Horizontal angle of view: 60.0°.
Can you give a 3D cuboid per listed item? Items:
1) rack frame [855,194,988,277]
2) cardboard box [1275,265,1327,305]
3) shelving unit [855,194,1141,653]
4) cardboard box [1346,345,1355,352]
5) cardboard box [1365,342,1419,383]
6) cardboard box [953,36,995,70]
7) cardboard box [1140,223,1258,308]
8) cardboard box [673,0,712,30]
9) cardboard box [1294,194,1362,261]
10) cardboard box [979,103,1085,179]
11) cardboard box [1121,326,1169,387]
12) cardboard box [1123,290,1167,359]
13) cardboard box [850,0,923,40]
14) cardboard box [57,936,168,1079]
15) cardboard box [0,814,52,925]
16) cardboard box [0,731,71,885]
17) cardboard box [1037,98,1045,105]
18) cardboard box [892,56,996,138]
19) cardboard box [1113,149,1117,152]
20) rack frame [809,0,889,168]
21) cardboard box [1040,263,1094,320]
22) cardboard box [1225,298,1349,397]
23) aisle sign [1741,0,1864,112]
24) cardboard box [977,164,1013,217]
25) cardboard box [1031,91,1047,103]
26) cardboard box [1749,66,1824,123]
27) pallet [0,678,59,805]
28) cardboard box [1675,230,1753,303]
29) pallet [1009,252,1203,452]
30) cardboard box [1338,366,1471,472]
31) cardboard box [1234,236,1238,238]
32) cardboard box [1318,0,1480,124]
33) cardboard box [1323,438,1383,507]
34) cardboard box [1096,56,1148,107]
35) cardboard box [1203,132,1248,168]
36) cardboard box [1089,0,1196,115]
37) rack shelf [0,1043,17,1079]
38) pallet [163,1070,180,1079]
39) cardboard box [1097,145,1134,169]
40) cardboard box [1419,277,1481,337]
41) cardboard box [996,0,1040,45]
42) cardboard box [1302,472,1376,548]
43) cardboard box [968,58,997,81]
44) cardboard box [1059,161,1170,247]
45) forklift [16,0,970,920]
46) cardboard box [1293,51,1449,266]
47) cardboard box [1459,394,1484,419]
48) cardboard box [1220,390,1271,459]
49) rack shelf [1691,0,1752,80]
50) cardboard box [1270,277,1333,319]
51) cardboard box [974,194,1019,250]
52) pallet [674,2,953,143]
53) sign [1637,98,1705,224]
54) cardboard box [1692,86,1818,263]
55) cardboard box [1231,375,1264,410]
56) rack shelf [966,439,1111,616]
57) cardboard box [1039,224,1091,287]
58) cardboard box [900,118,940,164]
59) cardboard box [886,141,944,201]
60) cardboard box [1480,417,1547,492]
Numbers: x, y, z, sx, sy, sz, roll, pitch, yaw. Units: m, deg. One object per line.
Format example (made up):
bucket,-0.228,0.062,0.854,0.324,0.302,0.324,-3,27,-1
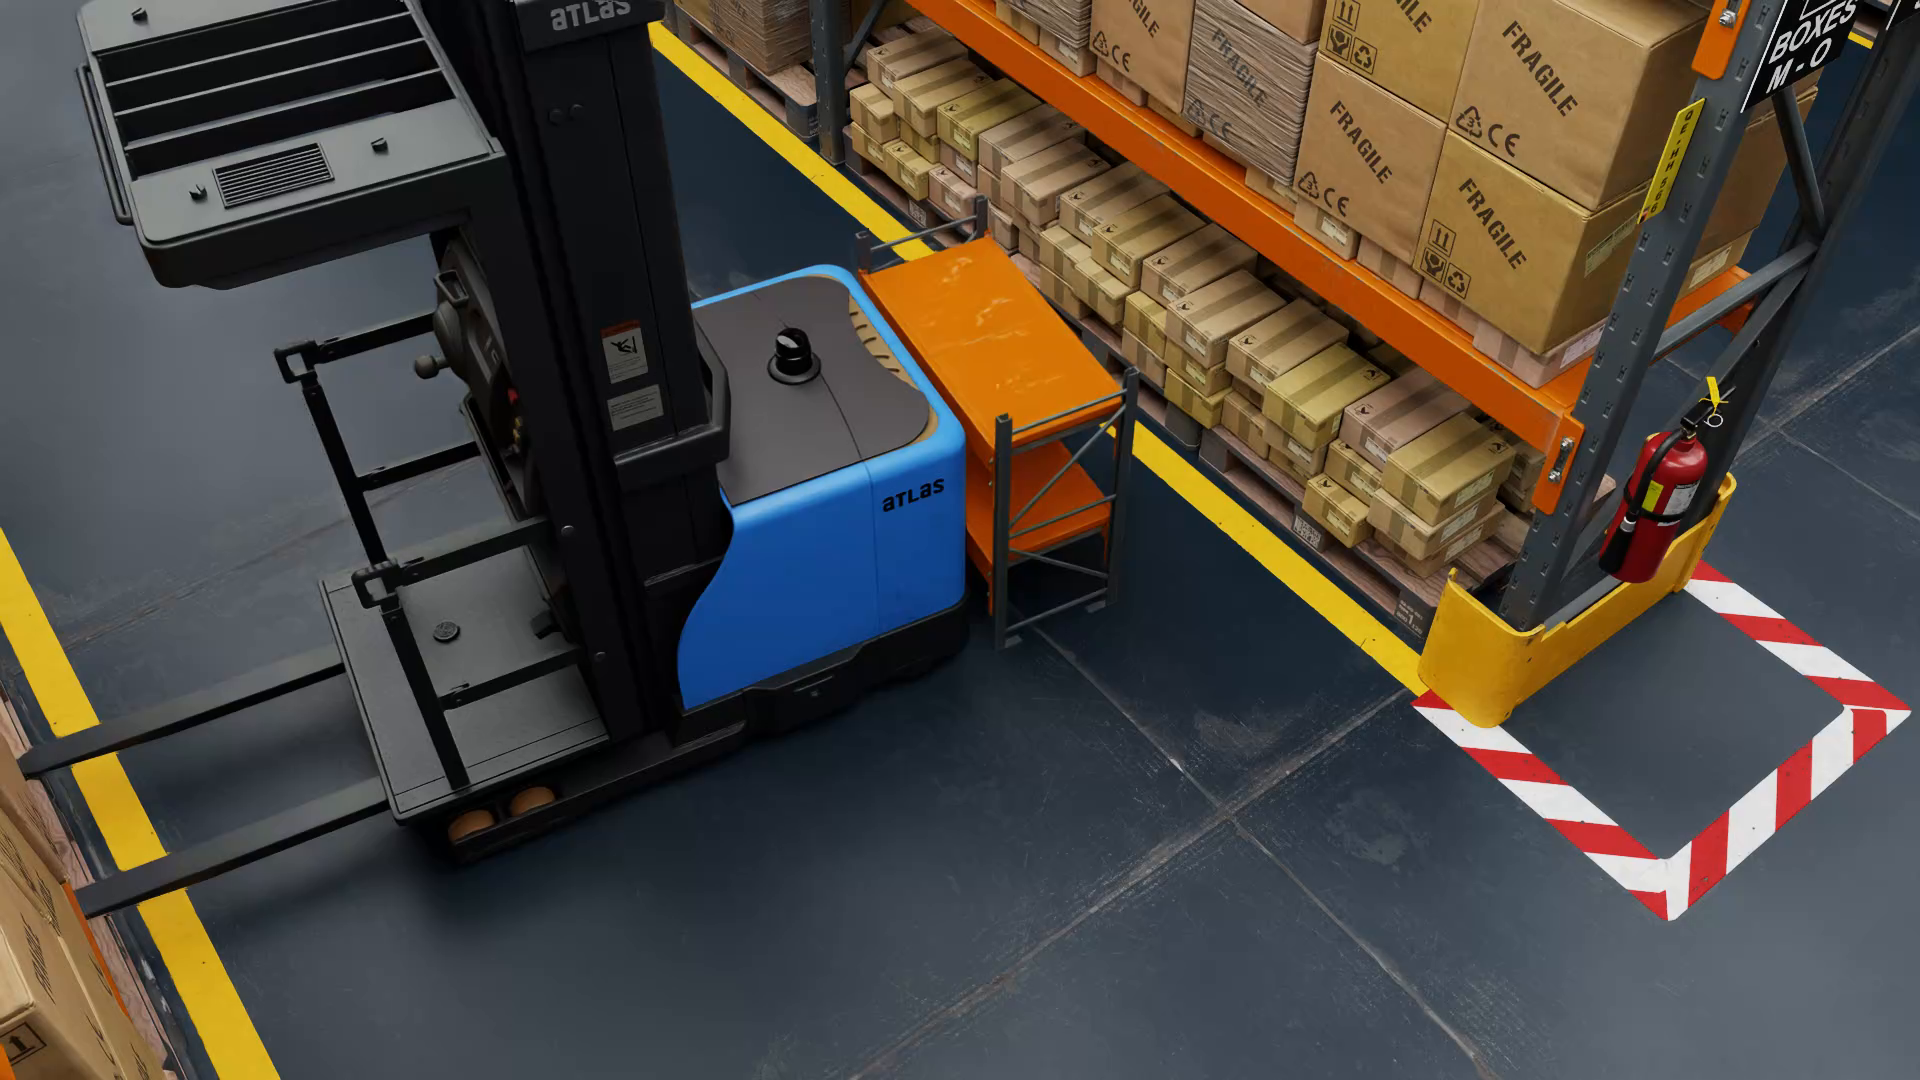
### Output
rack frame,-0.130,-0.743,6.164,0.500,1.125,0.032,-21,51,-18
cardboard box,1.454,-1.100,6.462,0.380,0.149,0.250,-27,53,-23
shelving unit,0.104,-0.408,5.861,0.538,1.125,1.048,-21,51,-18
cardboard box,1.681,-0.761,6.556,0.380,0.149,0.250,-29,54,-24
cardboard box,1.739,-0.663,6.267,0.380,0.149,0.250,-29,54,-24
cardboard box,0.192,-2.313,7.562,0.380,0.149,0.250,-28,54,-23
cardboard box,0.920,-1.035,6.403,0.380,0.149,0.250,-31,55,-25
cardboard box,-1.190,-2.950,8.304,0.500,0.500,0.500,-31,55,-25
cardboard box,1.311,-1.090,5.383,0.380,0.149,0.250,-28,54,-23
cardboard box,0.301,-1.651,6.961,0.380,0.149,0.250,-31,55,-25
cardboard box,0.865,-0.797,6.589,0.380,0.149,0.250,-28,54,-23
cardboard box,0.864,-0.895,6.477,0.380,0.149,0.250,-27,53,-22
cardboard box,-0.467,-2.879,8.239,0.500,0.500,0.500,-27,53,-23
cardboard box,-1.750,1.170,3.097,0.500,0.500,0.500,-30,54,-24
cardboard box,-2.070,0.534,2.999,0.500,0.500,0.500,-31,55,-25
cardboard box,-2.372,0.577,3.635,0.500,0.500,0.500,-30,54,-24
cardboard box,0.563,-1.959,7.441,0.380,0.149,0.250,-31,55,-25
cardboard box,-0.068,-1.921,7.206,0.380,0.149,0.250,-27,53,-22
cardboard box,0.867,-1.730,7.033,0.380,0.149,0.250,-32,55,-26
rack frame,-0.231,-3.023,6.966,1.000,3.000,0.127,-29,54,-24
cardboard box,0.552,-1.101,6.864,0.380,0.149,0.250,-31,55,-25
cardboard box,1.198,-0.697,6.096,0.380,0.149,0.250,-31,55,-25
aisle sign,1.996,-1.360,3.703,0.394,0.787,0.004,-29,54,-24
cardboard box,0.296,-1.552,7.072,0.380,0.149,0.250,-32,55,-26
cardboard box,0.534,-2.037,7.311,0.380,0.149,0.250,-30,54,-24
cardboard box,2.130,-1.517,4.658,0.500,0.500,0.500,-30,54,-24
pallet,-3.711,0.677,5.493,1.003,0.211,1.213,-29,54,-24
cardboard box,2.256,-0.918,5.227,0.380,0.149,0.250,-30,54,-24
pallet,0.947,-0.986,7.002,1.003,0.211,1.213,-29,54,-24
cardboard box,1.562,-0.420,5.845,0.380,0.149,0.250,-28,54,-23
cardboard box,1.080,-1.282,6.828,0.380,0.149,0.250,-27,53,-22
cardboard box,1.409,-1.591,4.724,0.500,0.500,0.500,-31,55,-25
cardboard box,1.529,-0.309,5.946,0.380,0.149,0.250,-31,55,-25
cardboard box,0.715,-1.733,5.966,0.380,0.149,0.250,-27,53,-23
cardboard box,1.059,-1.444,5.704,0.380,0.149,0.250,-32,55,-25
cardboard box,0.798,-1.847,5.631,0.500,0.500,0.500,-27,53,-22
rack shelf,-2.898,-0.329,2.985,1.077,0.370,4.000,-29,54,-24
pallet,-2.234,2.116,4.189,1.003,0.211,1.213,-29,54,-24
cardboard box,0.806,-1.626,7.139,0.380,0.149,0.250,-28,54,-23
cardboard box,1.648,-0.809,5.128,0.380,0.149,0.250,-29,54,-24
cardboard box,0.359,-2.031,6.236,0.380,0.149,0.250,-28,54,-23
cardboard box,1.470,-0.171,6.021,0.380,0.149,0.250,-28,54,-23
cardboard box,0.213,-2.263,7.717,0.380,0.149,0.250,-28,54,-23
cardboard box,0.621,-1.340,6.680,0.380,0.149,0.250,-32,55,-25
forklift,-1.518,-0.415,4.647,3.031,2.935,1.130,-21,51,-18
cardboard box,1.406,-1.253,5.093,0.500,0.500,0.500,-30,55,-25
cardboard box,1.881,-0.618,6.024,0.380,0.149,0.250,-28,54,-23
cardboard box,1.219,-0.505,6.324,0.380,0.149,0.250,-29,54,-24
rack shelf,0.980,-2.609,5.052,1.077,0.370,4.000,-29,54,-24
cardboard box,1.433,-0.977,6.551,0.380,0.149,0.250,-32,55,-26
cardboard box,0.280,-1.440,7.172,0.380,0.149,0.250,-30,55,-25
pallet,-0.704,-2.545,8.414,1.003,0.211,1.213,-29,54,-24
sign,1.737,-0.922,4.066,0.100,0.325,0.005,-29,54,-24
cardboard box,2.139,-1.186,5.033,0.500,0.500,0.500,-27,53,-22
cardboard box,1.247,-0.641,6.247,0.380,0.149,0.250,-30,54,-24
rack shelf,0.104,-0.244,6.042,0.538,0.278,1.000,-21,51,-18
cardboard box,0.546,-1.202,6.755,0.380,0.149,0.250,-30,54,-24
cardboard box,-0.042,-1.840,7.333,0.380,0.149,0.250,-29,54,-24
cardboard box,-0.105,-1.691,7.399,0.380,0.149,0.250,-28,54,-23
cardboard box,2.078,-0.372,6.002,0.380,0.149,0.250,-27,53,-23
